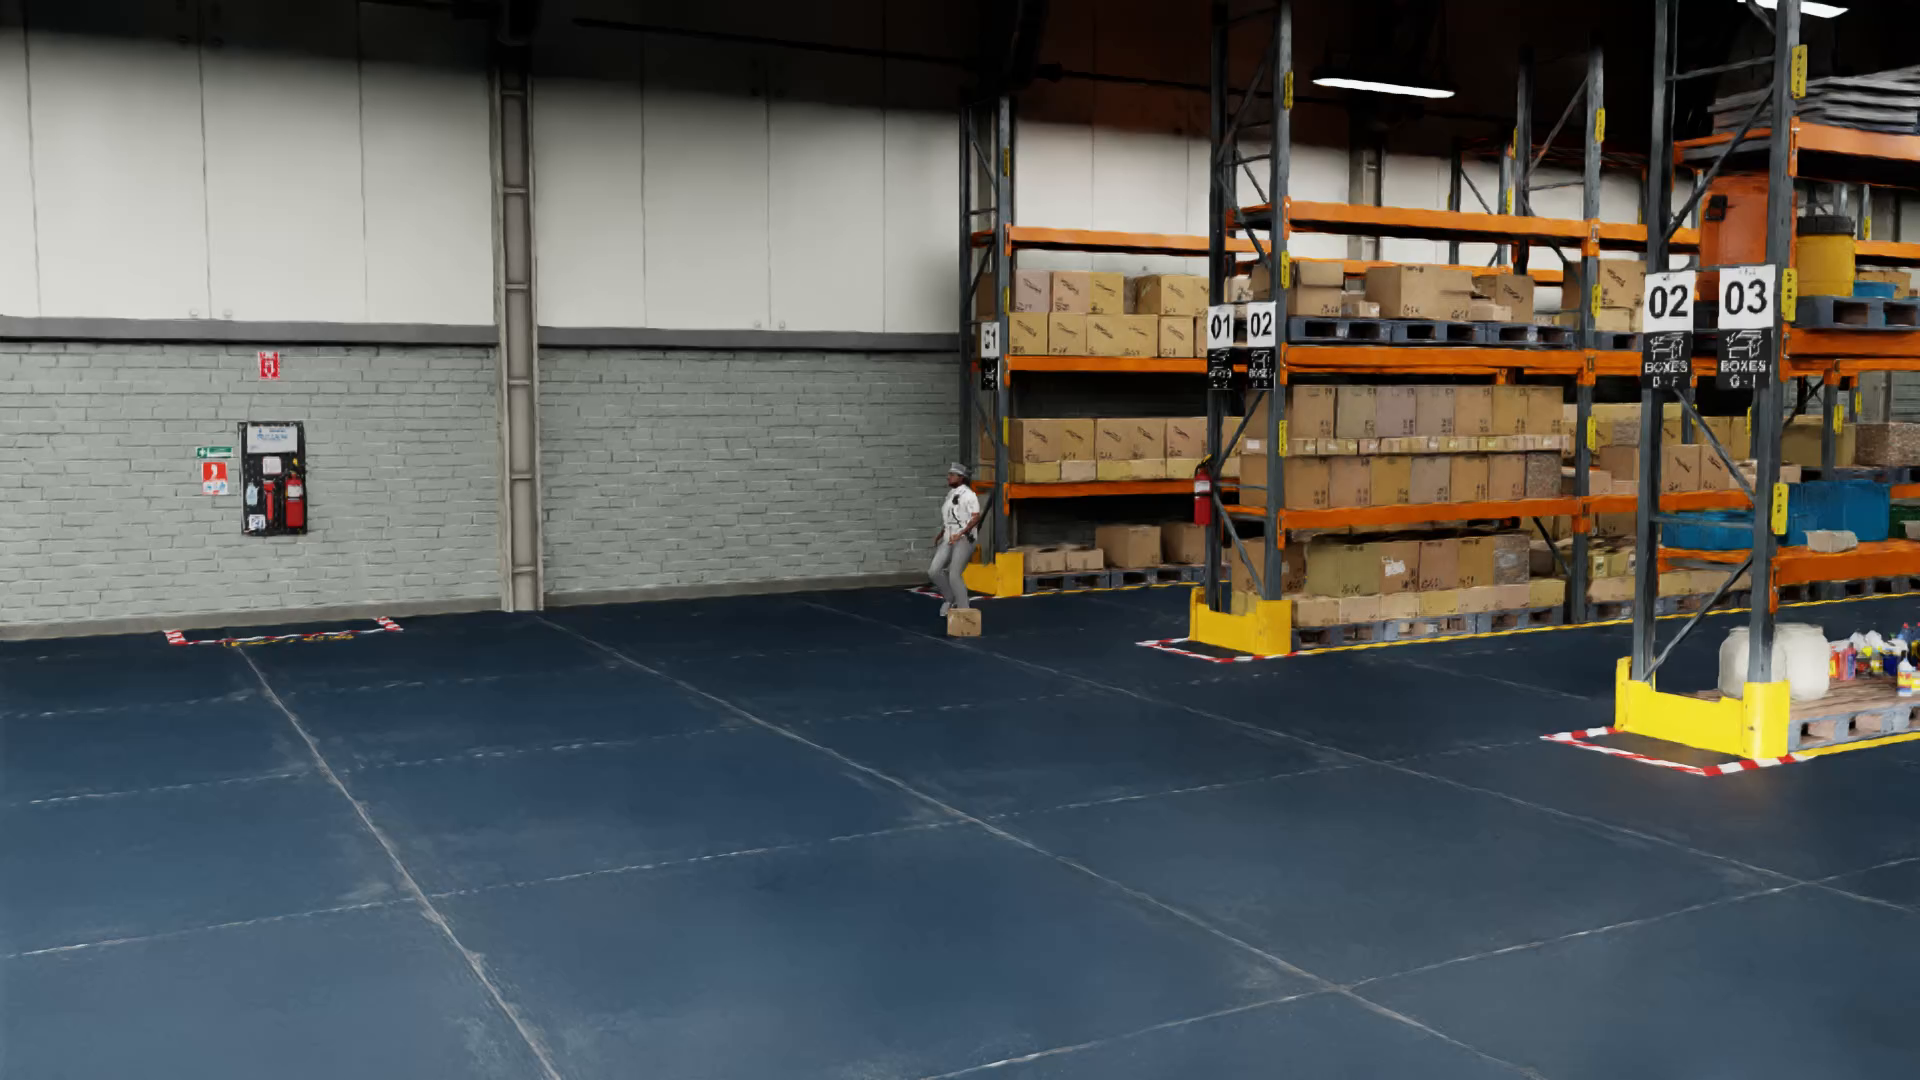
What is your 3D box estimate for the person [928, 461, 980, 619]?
[{"bbox_3d":[-0.046,0.012,17.388,0.470,1.664,0.617,-4,7,-40],"label":"person"}]
